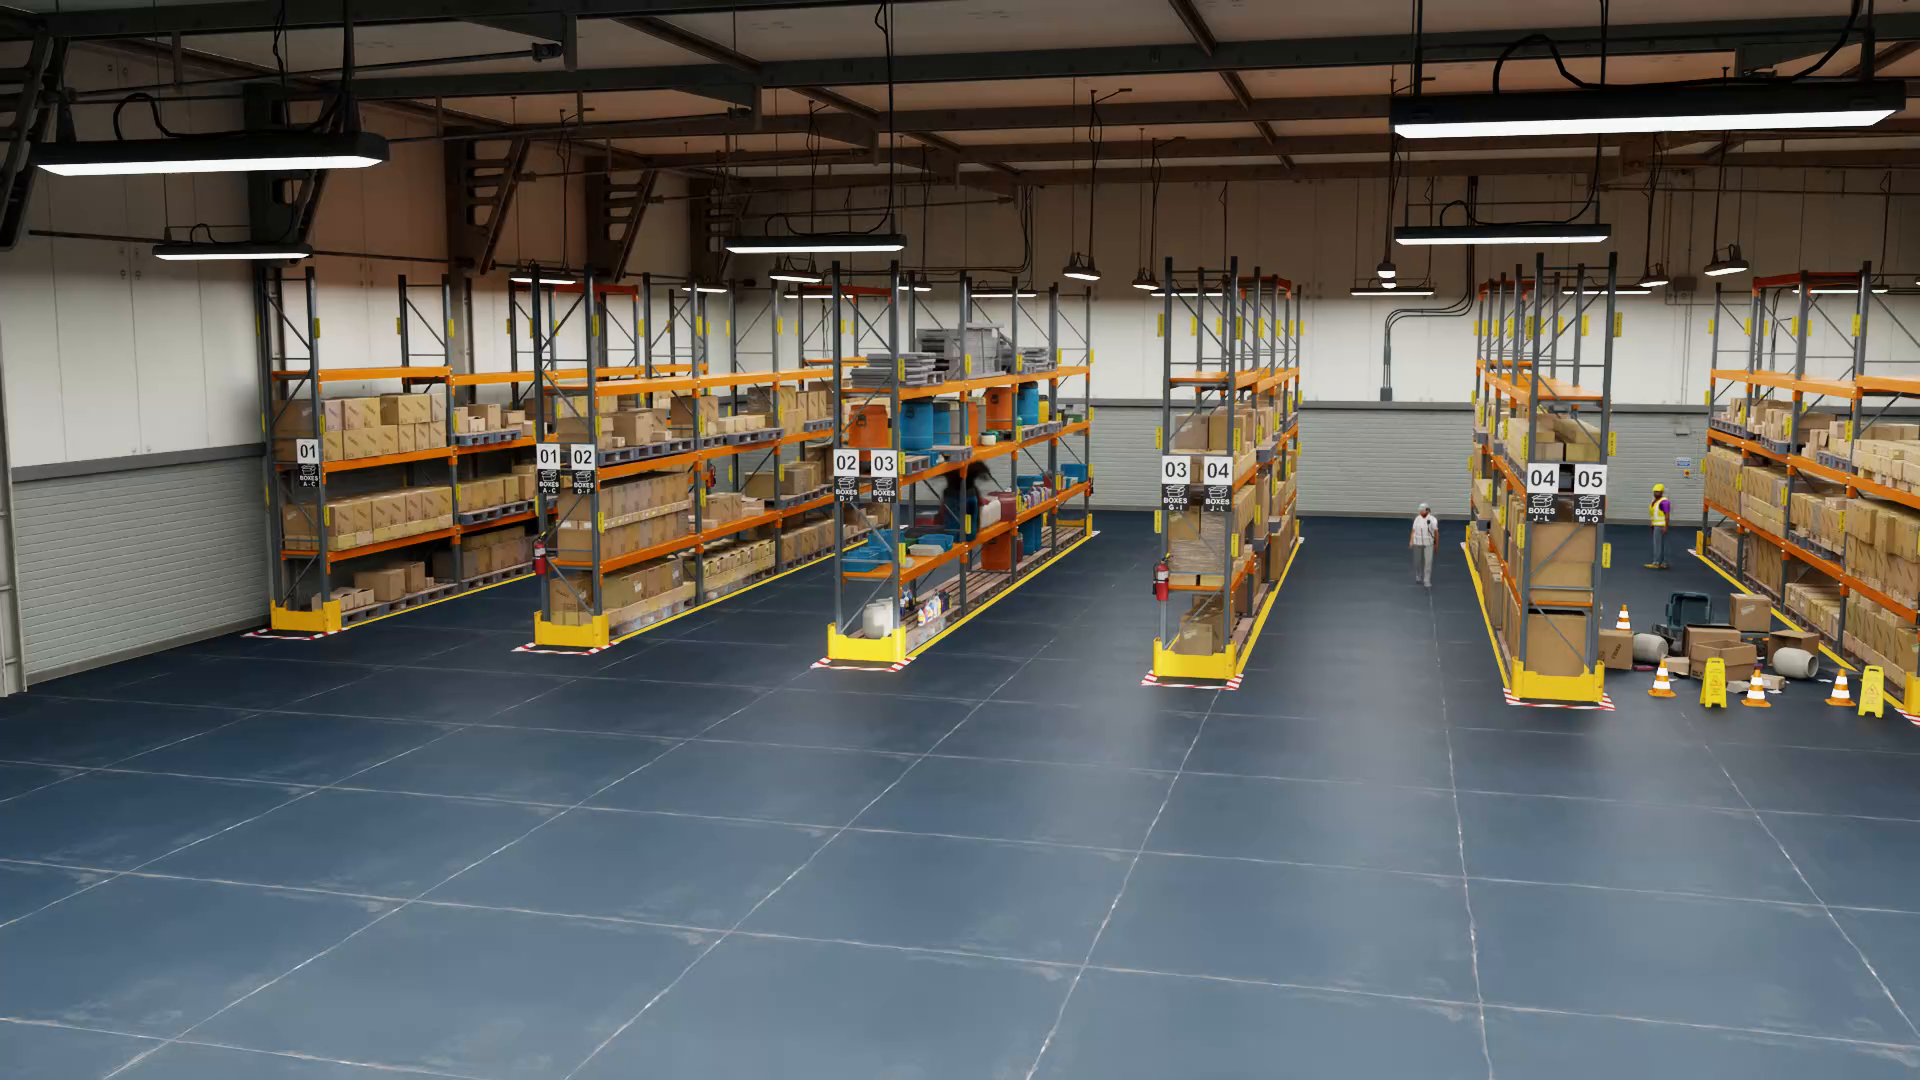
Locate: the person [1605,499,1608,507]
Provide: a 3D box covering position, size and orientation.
[{"bbox_3d":[14.382,-0.569,37.629,0.524,1.623,0.569,5,9,33],"label":"person"}]

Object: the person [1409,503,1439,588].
[{"bbox_3d":[9.062,0.081,32.468,0.556,1.616,0.980,2,8,16],"label":"person"}]

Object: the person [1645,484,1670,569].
[{"bbox_3d":[14.642,-0.291,34.930,0.472,1.769,0.613,2,7,14],"label":"person"}]
